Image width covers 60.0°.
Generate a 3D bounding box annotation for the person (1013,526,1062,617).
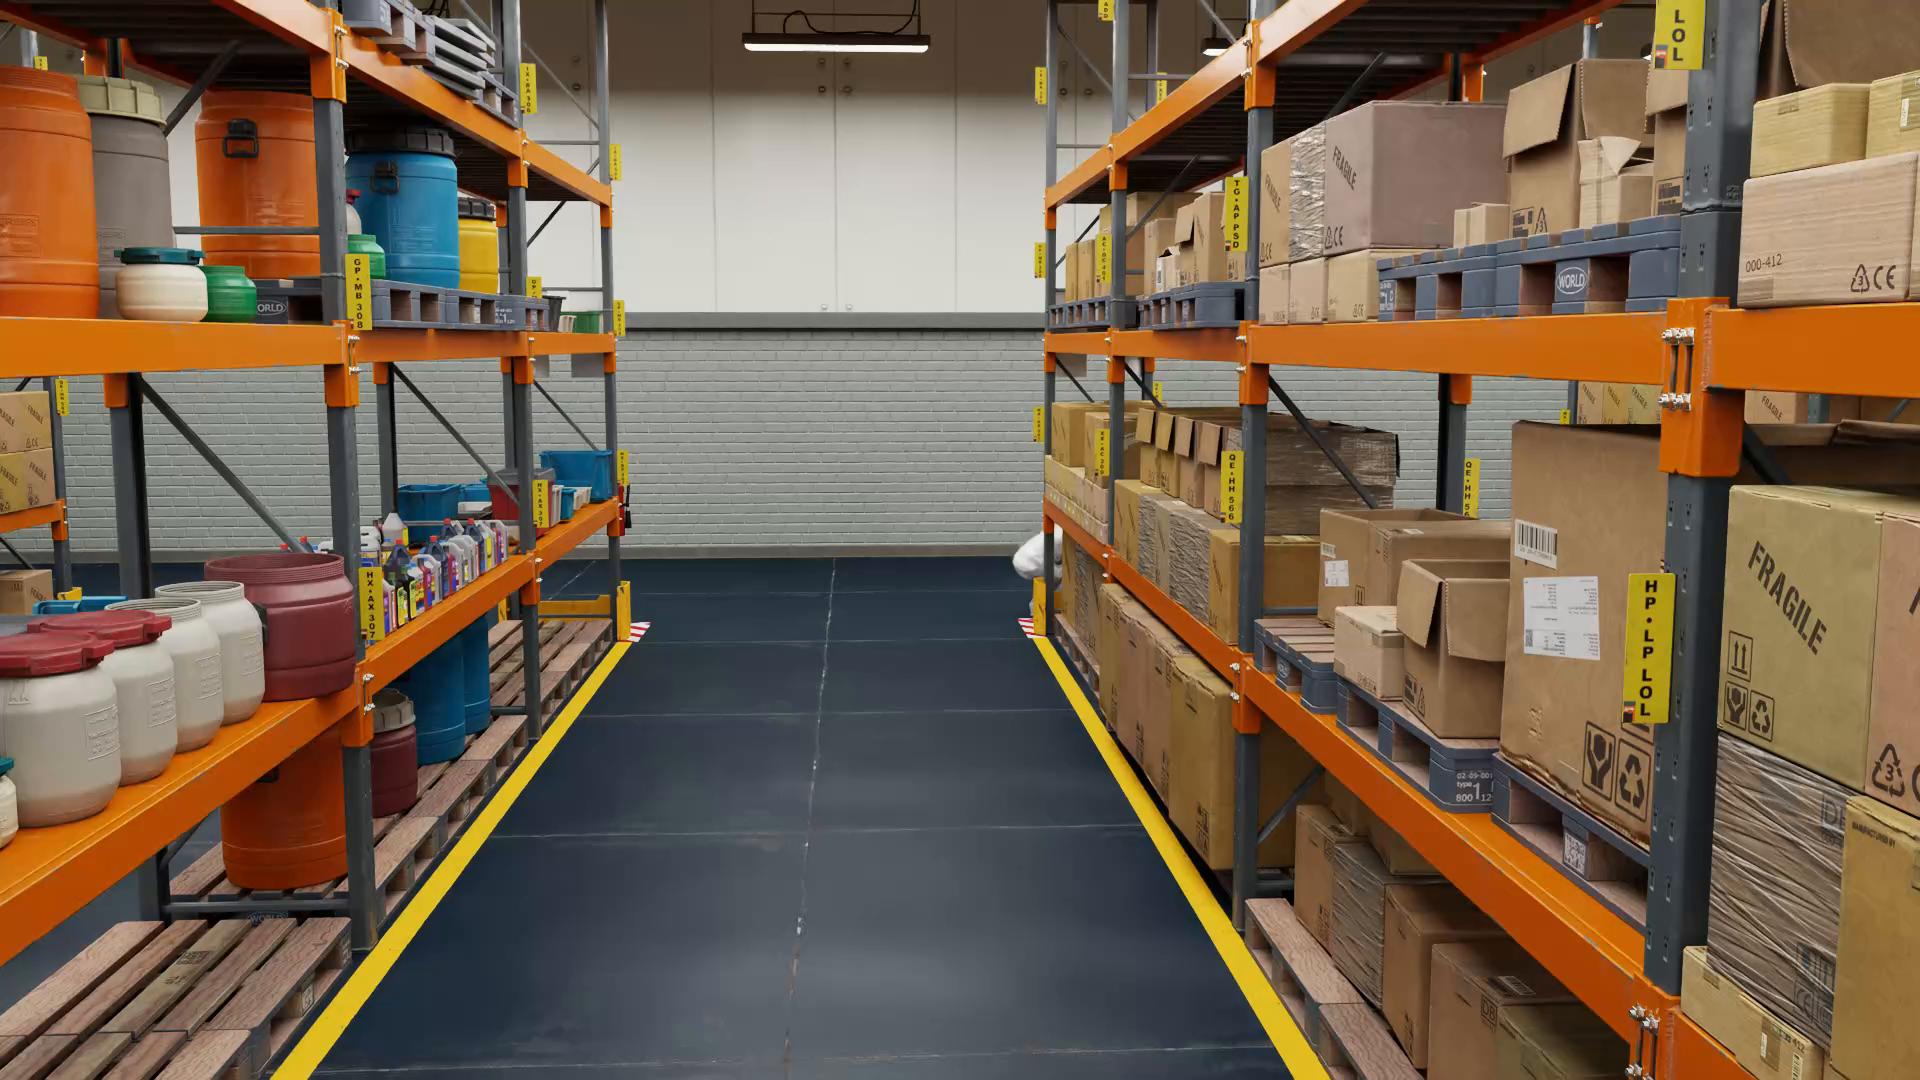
[{"bbox_3d":[0.984,0.268,16.759,0.903,0.975,0.579,0,7,2],"label":"person"}]
